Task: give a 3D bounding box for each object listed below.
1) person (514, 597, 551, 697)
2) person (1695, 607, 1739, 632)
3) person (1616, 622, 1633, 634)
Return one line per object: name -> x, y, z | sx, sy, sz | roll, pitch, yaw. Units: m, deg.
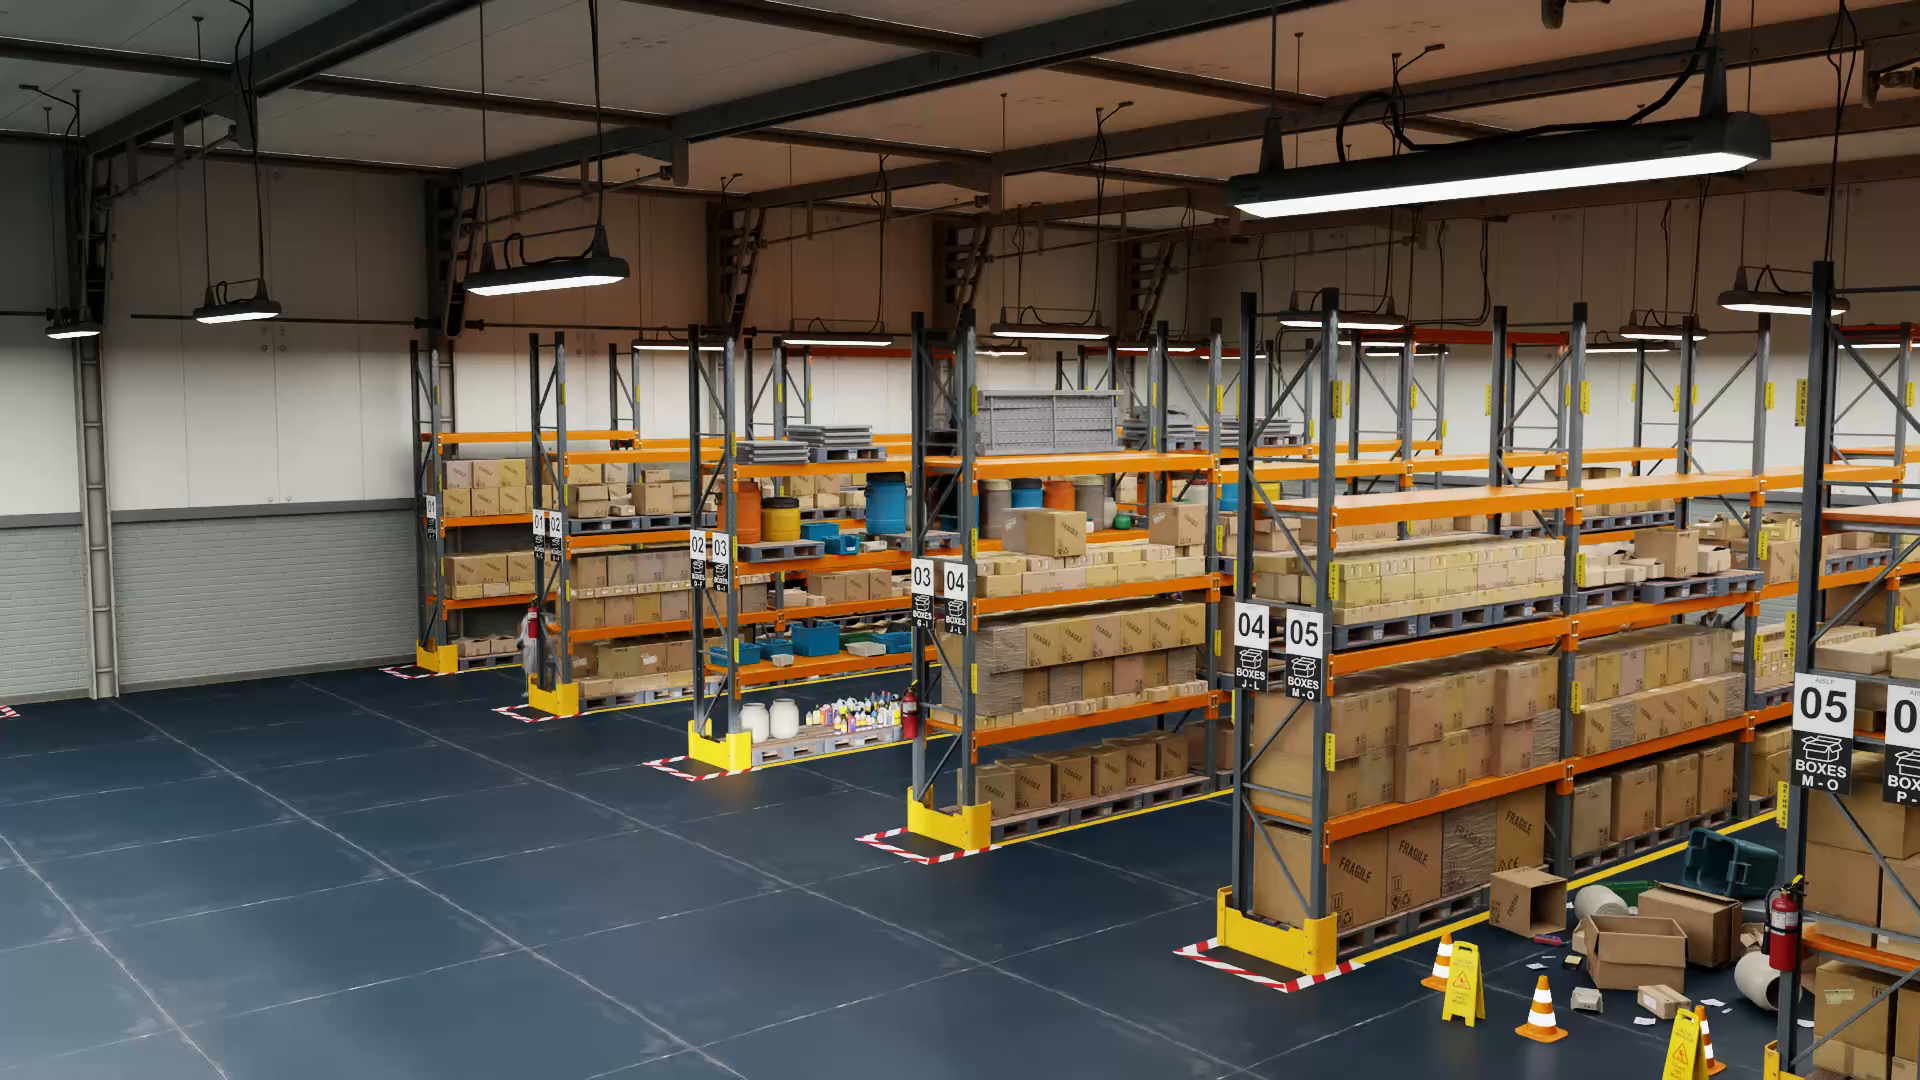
person -> -7.088, 1.779, 27.872 | 0.622, 1.676, 0.664 | 4, 6, 35
person -> 12.245, 1.821, 27.076 | 0.684, 1.674, 0.522 | 5, 7, 45
person -> 10.234, 2.017, 25.442 | 0.808, 1.702, 0.579 | -5, 7, -44
